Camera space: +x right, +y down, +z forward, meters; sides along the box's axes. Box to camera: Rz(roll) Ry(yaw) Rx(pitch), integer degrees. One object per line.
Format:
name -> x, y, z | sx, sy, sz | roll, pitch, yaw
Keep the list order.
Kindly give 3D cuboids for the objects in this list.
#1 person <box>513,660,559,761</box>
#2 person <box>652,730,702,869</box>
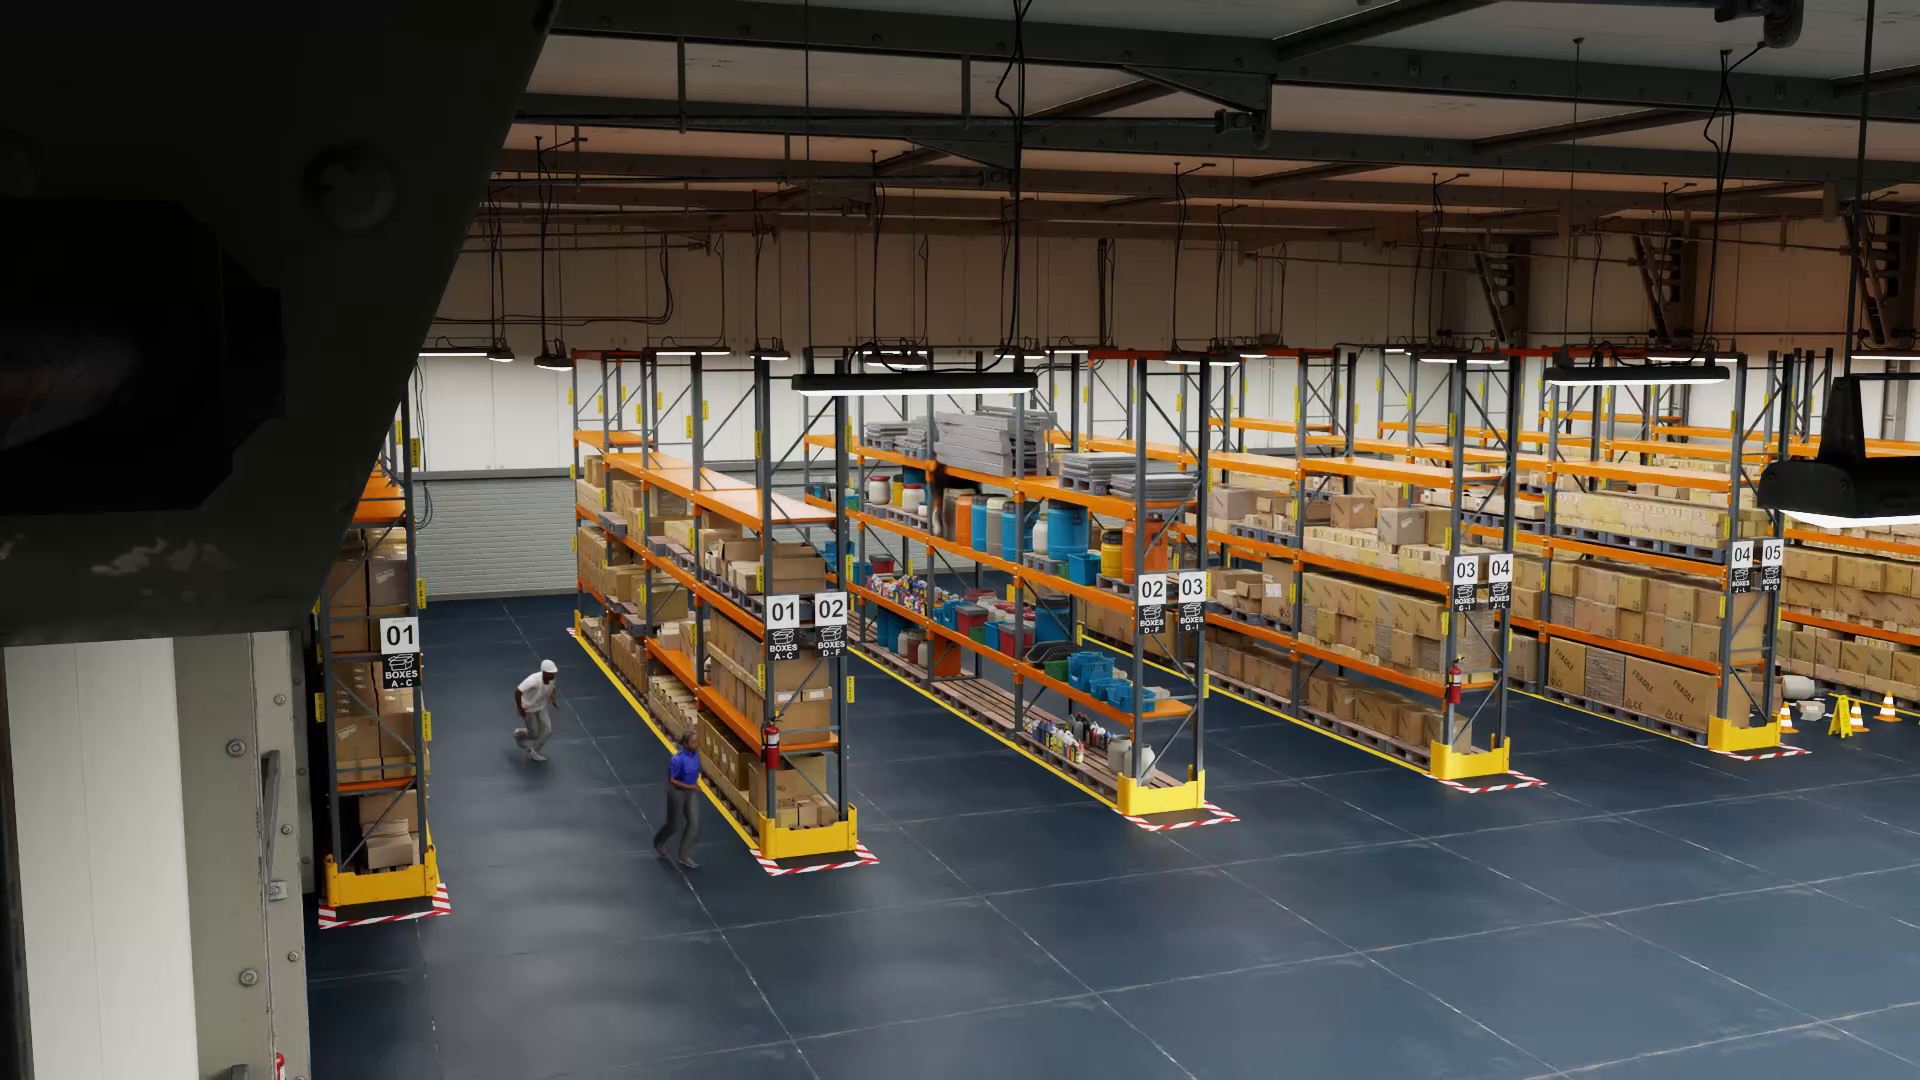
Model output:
person -> -6.318, 2.511, 24.628 | 1.017, 1.562, 0.714 | 5, 9, 37
person -> -3.392, 3.119, 19.947 | 0.758, 1.554, 0.562 | 5, 9, 37
